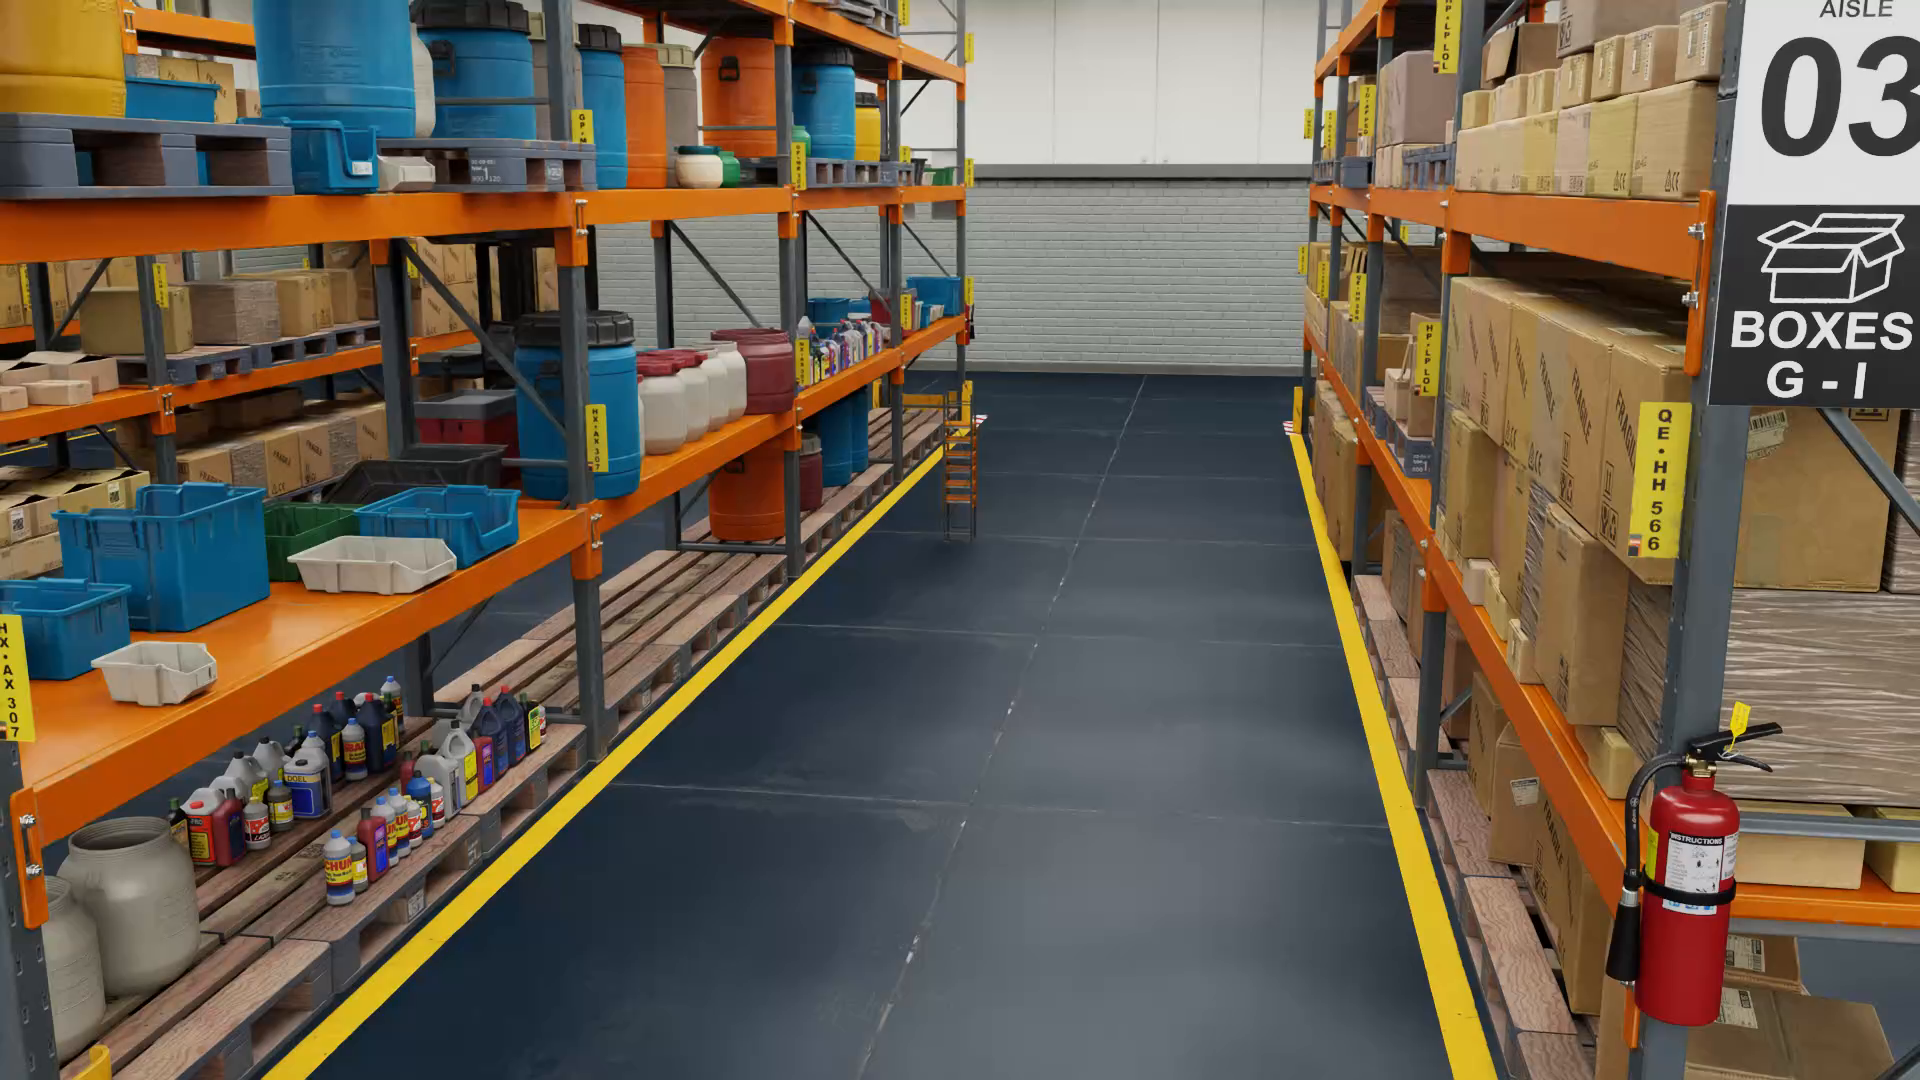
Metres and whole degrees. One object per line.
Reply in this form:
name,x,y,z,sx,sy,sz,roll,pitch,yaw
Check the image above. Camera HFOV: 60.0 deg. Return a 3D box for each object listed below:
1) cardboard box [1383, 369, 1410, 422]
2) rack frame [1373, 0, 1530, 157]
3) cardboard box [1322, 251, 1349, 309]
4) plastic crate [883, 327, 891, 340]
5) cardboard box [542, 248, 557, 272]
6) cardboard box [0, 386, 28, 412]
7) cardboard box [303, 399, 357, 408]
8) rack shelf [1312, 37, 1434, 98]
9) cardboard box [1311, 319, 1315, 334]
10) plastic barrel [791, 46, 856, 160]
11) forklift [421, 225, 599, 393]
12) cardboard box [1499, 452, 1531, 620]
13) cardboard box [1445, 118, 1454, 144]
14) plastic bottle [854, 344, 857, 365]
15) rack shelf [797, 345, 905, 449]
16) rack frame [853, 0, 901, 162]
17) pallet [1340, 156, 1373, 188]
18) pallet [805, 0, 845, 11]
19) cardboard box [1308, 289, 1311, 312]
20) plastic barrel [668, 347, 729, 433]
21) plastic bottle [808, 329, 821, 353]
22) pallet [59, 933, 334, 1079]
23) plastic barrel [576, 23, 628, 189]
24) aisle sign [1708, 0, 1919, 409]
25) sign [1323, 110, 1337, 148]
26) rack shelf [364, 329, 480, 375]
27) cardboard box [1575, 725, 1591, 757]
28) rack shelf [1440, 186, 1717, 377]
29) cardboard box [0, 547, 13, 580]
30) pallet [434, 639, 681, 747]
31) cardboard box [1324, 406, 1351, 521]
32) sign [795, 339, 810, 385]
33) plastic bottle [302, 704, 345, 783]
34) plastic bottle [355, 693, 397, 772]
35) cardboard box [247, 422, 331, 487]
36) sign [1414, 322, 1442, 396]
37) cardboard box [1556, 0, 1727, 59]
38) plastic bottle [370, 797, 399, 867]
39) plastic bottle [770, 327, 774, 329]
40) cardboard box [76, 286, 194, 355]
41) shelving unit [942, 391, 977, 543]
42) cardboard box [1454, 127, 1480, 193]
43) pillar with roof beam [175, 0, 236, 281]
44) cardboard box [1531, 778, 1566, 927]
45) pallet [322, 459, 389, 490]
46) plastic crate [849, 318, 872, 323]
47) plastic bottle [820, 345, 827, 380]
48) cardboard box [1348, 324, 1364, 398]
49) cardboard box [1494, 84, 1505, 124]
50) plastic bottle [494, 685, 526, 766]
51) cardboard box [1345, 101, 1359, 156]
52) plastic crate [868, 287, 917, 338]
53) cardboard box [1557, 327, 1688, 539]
cardboard box,2.739,-0.836,9.612,0.500,0.250,0.500,2,12,7
rack frame,3.224,-3.978,10.593,1.000,3.000,0.127,2,12,9
cardboard box,3.646,-2.421,15.478,0.500,0.500,0.500,2,12,10
plastic crate,-0.842,-2.031,16.282,0.396,0.136,0.243,2,12,9
cardboard box,-5.130,-3.469,19.858,0.500,0.500,0.500,2,12,8
cardboard box,-6.704,-0.977,11.504,0.380,0.149,0.250,3,12,13
cardboard box,-6.264,-1.100,16.368,0.500,0.500,0.500,1,12,6
rack shelf,4.147,-4.680,16.506,1.077,0.370,4.000,2,12,9
cardboard box,3.839,-2.205,17.199,0.380,0.149,0.250,2,12,7
plastic barrel,-1.166,-3.595,13.748,0.600,0.901,0.708,2,12,9
forklift,-3.916,-1.713,14.484,1.130,2.935,3.031,6,14,27
cardboard box,2.272,-0.002,5.441,0.875,0.500,0.500,2,12,9
cardboard box,2.799,-2.164,8.851,0.380,0.166,0.250,2,12,7
plastic bottle,-0.941,-1.615,14.338,0.097,0.201,0.097,0,12,0
rack shelf,-1.362,-1.271,13.977,1.077,0.370,4.000,2,12,9
rack frame,-1.054,-4.971,15.201,1.000,3.000,0.127,2,12,9
pallet,3.271,-2.555,11.558,1.213,0.211,1.003,2,12,11
pallet,-1.528,-4.000,12.091,1.213,0.211,1.003,2,12,9
cardboard box,4.041,-2.583,18.010,0.500,0.250,0.500,2,12,8
plastic barrel,-1.682,-0.952,10.525,0.421,0.512,0.421,0,12,0
plastic bottle,-1.213,-1.560,13.730,0.144,0.351,0.185,2,12,9
pallet,-2.805,1.636,5.400,1.003,0.211,1.213,2,12,9
plastic barrel,-2.220,-2.470,9.524,0.600,0.901,0.708,2,12,9
aisle sign,1.688,-0.648,3.209,0.394,0.787,0.004,2,12,9
sign,3.291,-3.654,14.791,0.100,0.325,0.005,2,12,9
rack shelf,-5.641,-2.265,18.589,1.077,0.370,4.000,2,12,9
cardboard box,1.914,0.519,4.560,0.380,0.149,0.250,2,12,9
rack shelf,2.302,-0.911,5.189,1.077,0.370,4.000,2,12,9
cardboard box,-6.636,0.208,10.937,0.500,0.250,0.500,2,12,10
pallet,-2.202,0.825,9.164,1.003,0.211,1.213,2,12,9
cardboard box,3.496,-0.540,12.927,1.225,0.875,0.875,2,12,9
sign,-1.125,-1.269,11.876,0.100,0.325,0.005,2,12,9
plastic bottle,-2.848,0.900,7.439,0.144,0.351,0.185,1,12,6
plastic bottle,-2.677,0.866,7.599,0.144,0.351,0.185,2,12,9
cardboard box,-5.979,-0.768,14.826,0.500,0.500,0.500,1,12,7
sign,2.060,-0.796,7.319,0.100,0.325,0.005,2,12,9
cardboard box,1.982,-1.616,4.622,0.500,0.500,0.500,2,12,9
plastic bottle,-2.261,1.139,6.518,0.097,0.271,0.097,0,12,0
plastic bottle,-1.669,-1.734,14.697,0.061,0.283,0.133,2,12,9
cardboard box,-6.578,-1.756,13.288,0.700,0.500,0.500,-2,12,-10
shelving unit,-0.002,-0.584,13.353,0.258,1.200,0.189,2,12,9
cardboard box,2.287,-1.520,6.664,0.500,0.250,0.500,1,12,6
pillar with roof beam,-6.414,-6.576,22.645,9.100,9.000,0.400,2,12,9
cardboard box,2.410,1.137,6.034,0.500,0.500,0.500,1,12,4
pallet,-6.036,-0.666,16.084,1.003,0.211,1.213,2,12,9
plastic crate,-1.148,-2.175,16.977,0.437,0.125,0.590,2,12,9
plastic bottle,-1.112,-1.418,13.259,0.097,0.271,0.097,0,12,0
cardboard box,3.138,-1.309,12.209,0.500,0.500,0.500,2,12,8
cardboard box,2.218,-1.629,6.224,0.380,0.149,0.250,2,12,9
plastic bottle,-2.099,0.850,7.673,0.144,0.351,0.185,2,12,7
cardboard box,3.901,-3.812,15.472,0.700,0.500,0.500,1,12,5
plastic crate,-0.669,-2.277,16.645,0.402,0.464,0.583,2,12,9
cardboard box,1.906,-0.290,4.402,0.500,0.500,0.500,2,12,9
